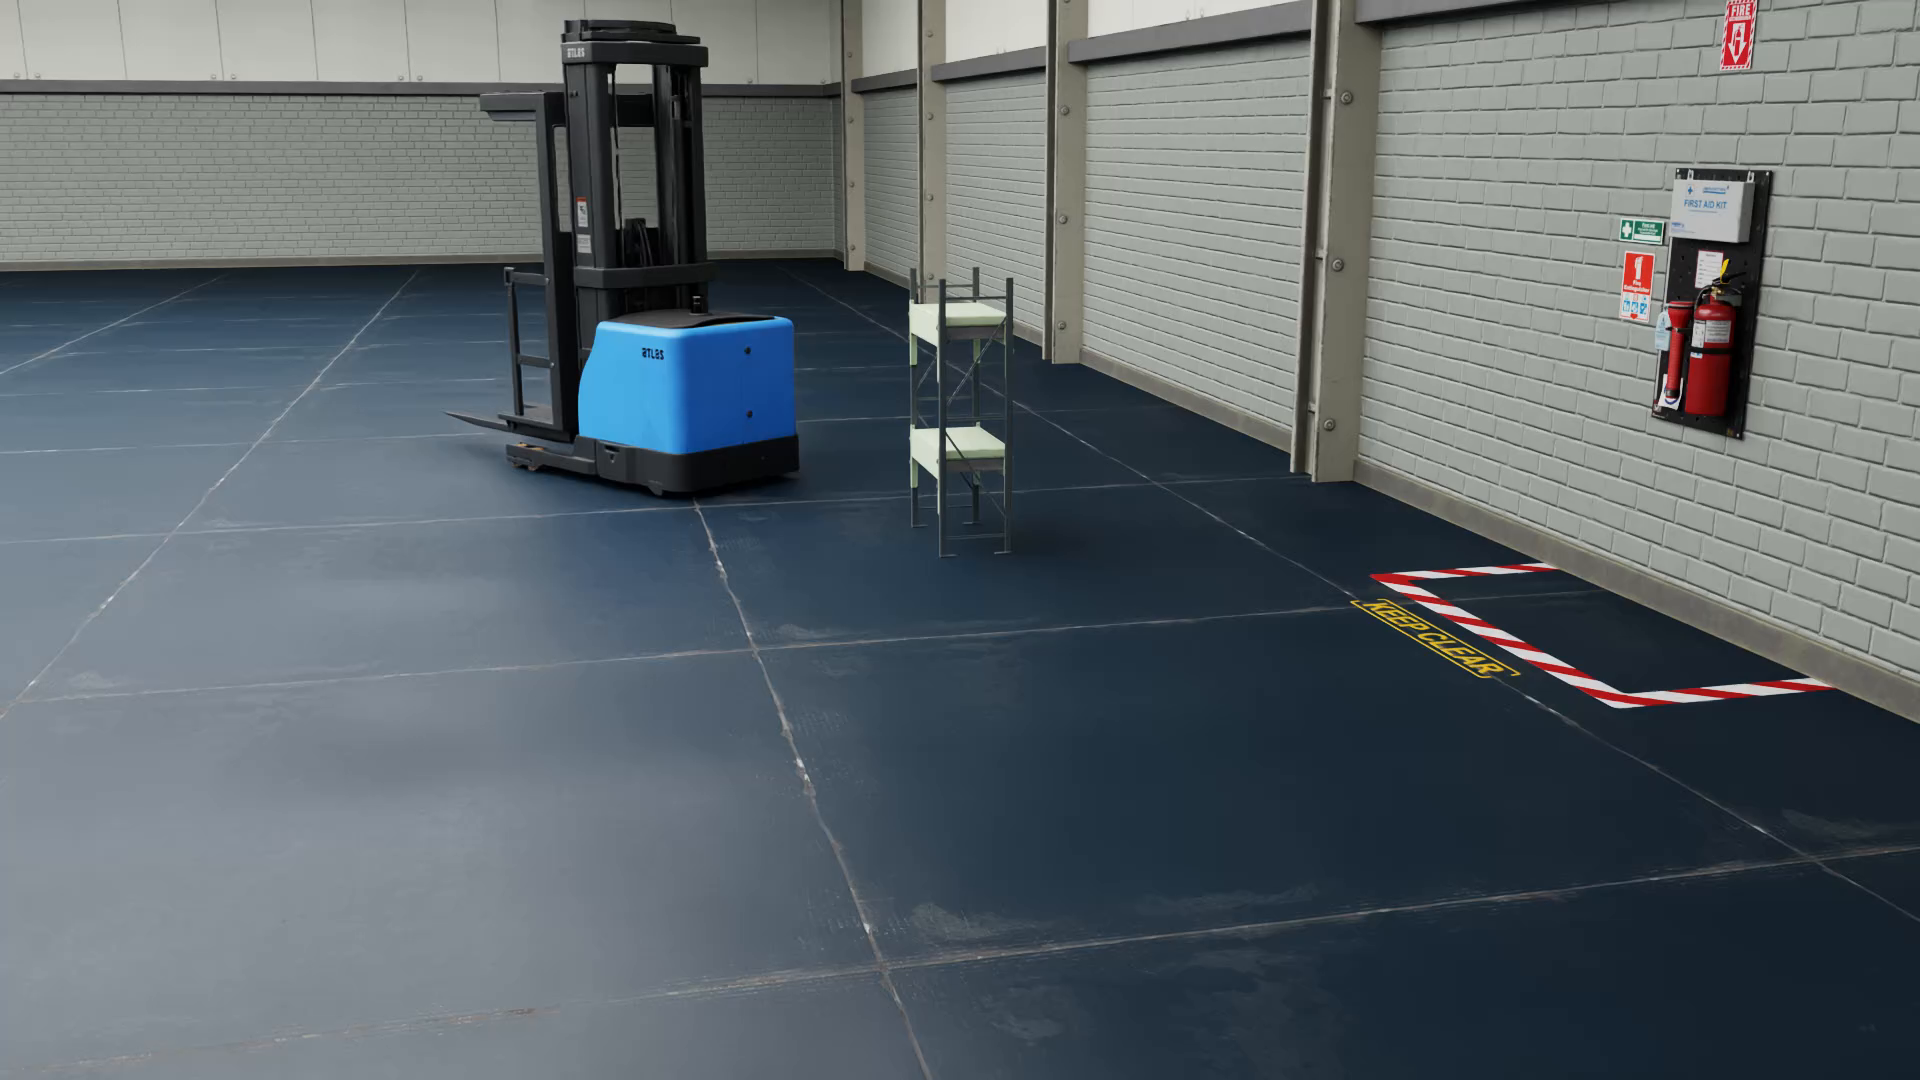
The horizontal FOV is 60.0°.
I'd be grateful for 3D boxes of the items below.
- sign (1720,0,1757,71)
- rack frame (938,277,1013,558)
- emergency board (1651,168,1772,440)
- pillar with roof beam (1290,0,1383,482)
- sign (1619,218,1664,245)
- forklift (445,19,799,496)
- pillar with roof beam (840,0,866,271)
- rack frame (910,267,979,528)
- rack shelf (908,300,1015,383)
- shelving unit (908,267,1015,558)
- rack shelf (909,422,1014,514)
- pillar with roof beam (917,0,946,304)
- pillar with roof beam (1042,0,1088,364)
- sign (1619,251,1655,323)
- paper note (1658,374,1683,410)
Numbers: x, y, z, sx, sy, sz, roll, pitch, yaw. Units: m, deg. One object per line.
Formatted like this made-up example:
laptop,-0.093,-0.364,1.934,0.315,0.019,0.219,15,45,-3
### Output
sign,3.409,-2.214,7.283,0.001,0.298,0.199,-3,14,-13
rack frame,0.084,-0.646,8.910,0.400,1.500,0.023,-3,14,-13
emergency board,3.314,-1.080,7.527,0.194,1.169,0.643,-3,14,-13
pillar with roof beam,-1.737,-4.566,9.157,9.100,9.000,0.400,-3,14,-13
sign,3.277,-1.487,8.000,0.001,0.109,0.331,-3,14,-13
forklift,-2.495,-1.974,11.331,3.031,2.935,1.130,12,18,41
pillar with roof beam,-5.964,-8.719,26.153,9.100,9.000,0.400,-3,14,-13
rack frame,-0.088,-0.815,9.601,0.400,1.500,0.023,-3,14,-13
rack shelf,-0.002,-1.109,9.163,0.431,0.370,0.720,-3,14,-13
shelving unit,-0.002,-0.730,9.255,0.431,1.500,0.755,-3,14,-13
rack shelf,-0.002,-0.413,9.333,0.431,0.370,0.720,-3,14,-13
pillar with roof beam,-4.555,-7.335,20.488,9.100,9.000,0.400,-3,14,-13
pillar with roof beam,-3.146,-5.950,14.822,9.100,9.000,0.400,-3,14,-13
sign,3.284,-1.231,8.069,0.001,0.329,0.234,-3,14,-13
paper note,3.339,-0.697,7.815,0.016,0.148,0.142,-3,14,-13
